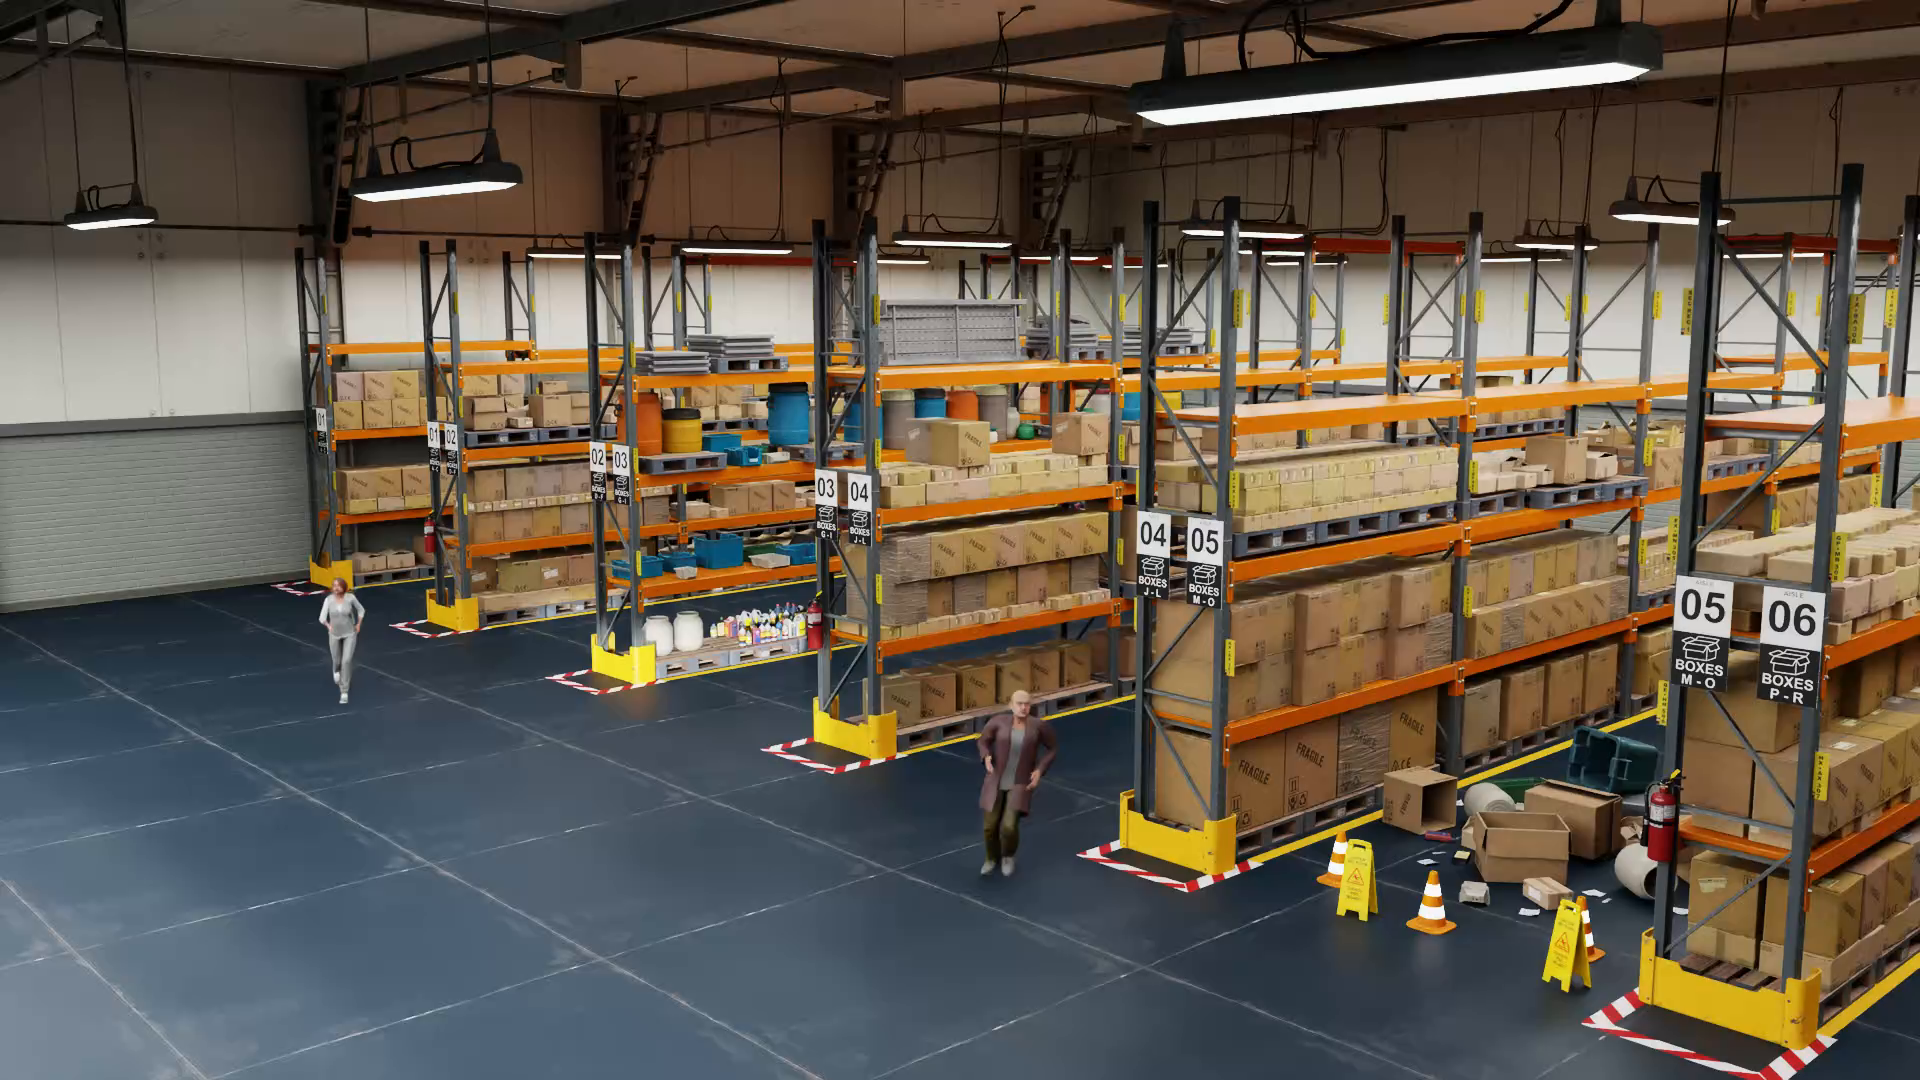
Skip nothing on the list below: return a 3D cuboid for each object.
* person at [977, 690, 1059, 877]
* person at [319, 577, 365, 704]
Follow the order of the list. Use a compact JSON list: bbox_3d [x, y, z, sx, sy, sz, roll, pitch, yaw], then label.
[{"bbox_3d":[0.474,2.209,14.715,0.714,1.650,0.628,2,9,15],"label":"person"},{"bbox_3d":[-7.968,1.264,21.495,0.549,1.577,0.800,-2,9,-15],"label":"person"}]
